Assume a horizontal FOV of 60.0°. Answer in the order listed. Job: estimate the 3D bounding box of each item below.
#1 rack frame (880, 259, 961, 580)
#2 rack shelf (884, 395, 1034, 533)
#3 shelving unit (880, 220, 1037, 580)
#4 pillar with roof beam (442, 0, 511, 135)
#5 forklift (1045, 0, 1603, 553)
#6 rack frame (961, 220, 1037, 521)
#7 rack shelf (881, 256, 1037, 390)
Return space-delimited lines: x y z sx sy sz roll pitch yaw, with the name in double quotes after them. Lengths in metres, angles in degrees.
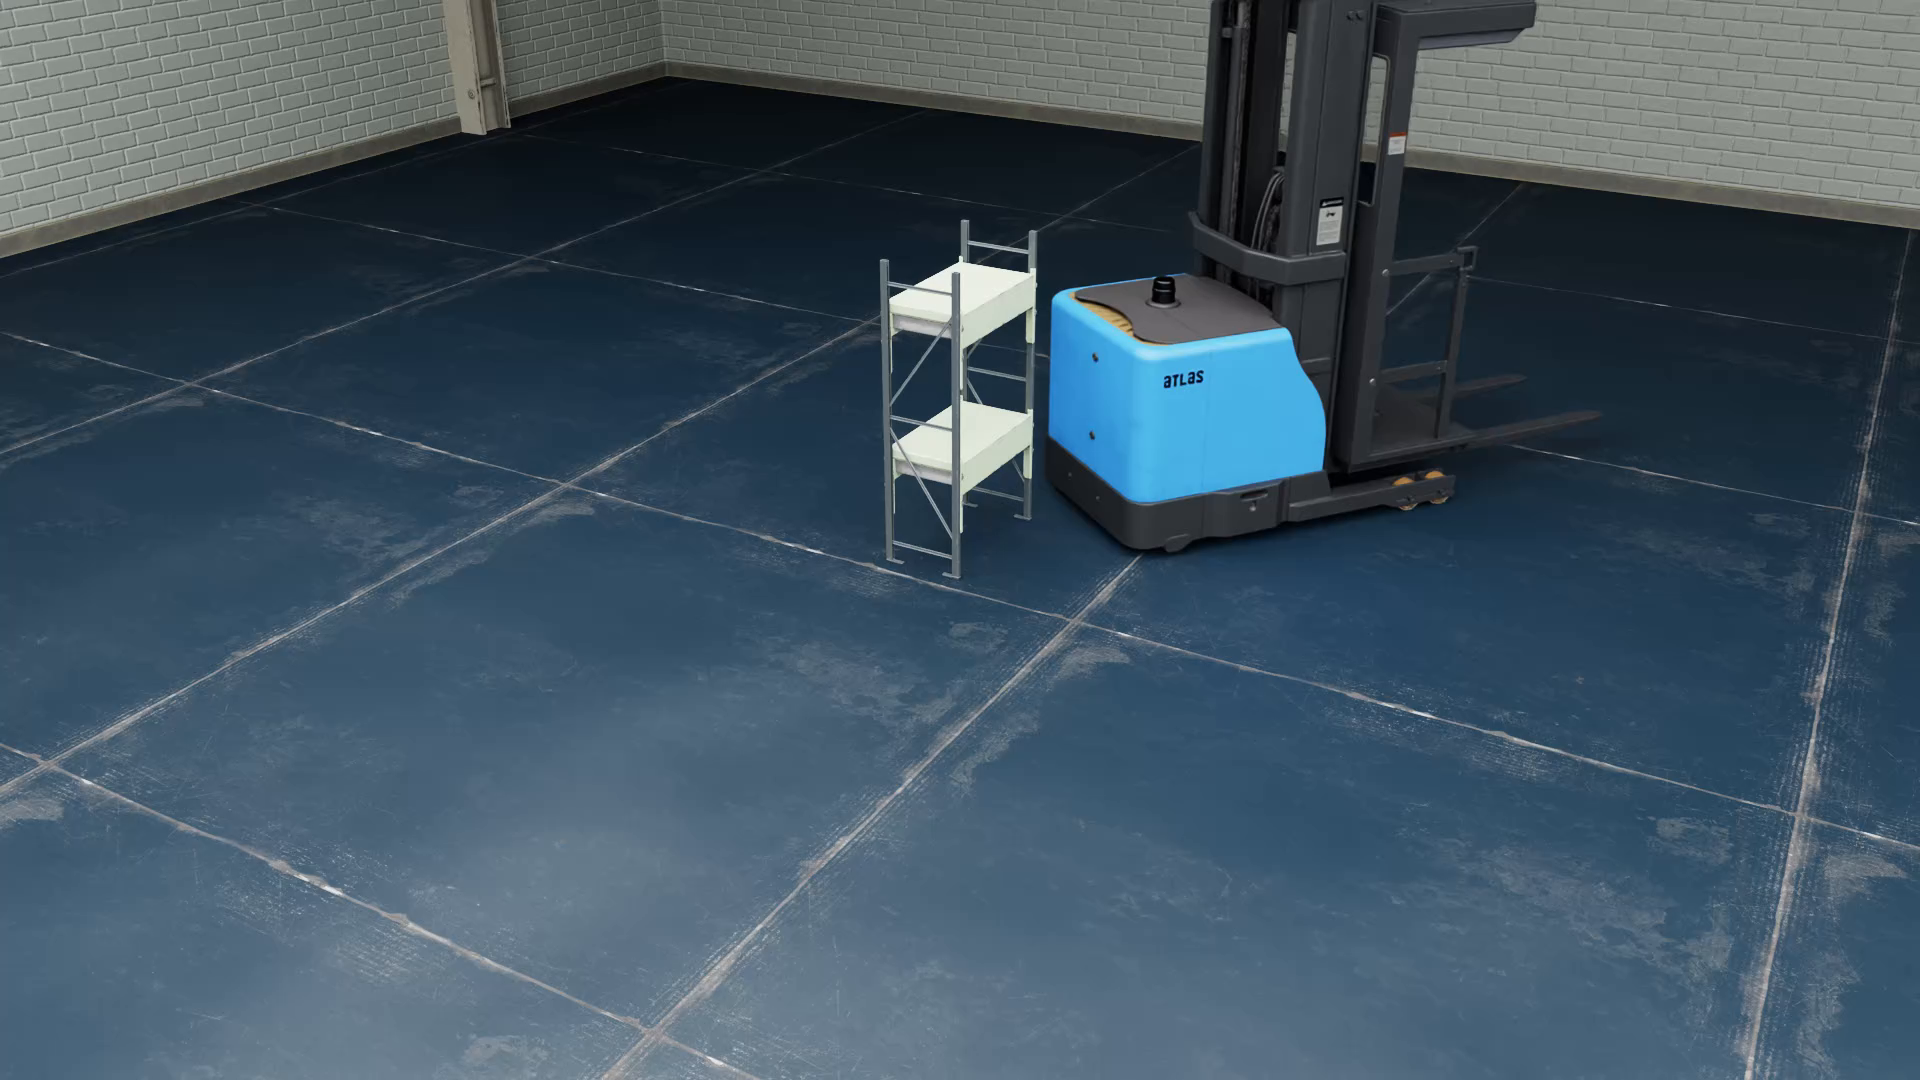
-0.177 -0.531 7.635 0.400 1.500 0.023 14 30 26 "rack frame"
0.003 -0.382 8.065 0.431 0.370 0.720 14 30 26 "rack shelf"
0.003 -0.673 7.919 0.431 1.500 0.755 14 30 26 "shelving unit"
-0.898 -7.099 12.379 9.100 9.000 0.400 14 30 26 "pillar with roof beam"
2.011 -1.668 8.308 3.031 2.935 1.130 -11 29 -21 "forklift"
0.183 -0.816 8.204 0.400 1.500 0.023 14 30 26 "rack frame"
0.003 -1.022 7.745 0.431 0.370 0.720 14 30 26 "rack shelf"
